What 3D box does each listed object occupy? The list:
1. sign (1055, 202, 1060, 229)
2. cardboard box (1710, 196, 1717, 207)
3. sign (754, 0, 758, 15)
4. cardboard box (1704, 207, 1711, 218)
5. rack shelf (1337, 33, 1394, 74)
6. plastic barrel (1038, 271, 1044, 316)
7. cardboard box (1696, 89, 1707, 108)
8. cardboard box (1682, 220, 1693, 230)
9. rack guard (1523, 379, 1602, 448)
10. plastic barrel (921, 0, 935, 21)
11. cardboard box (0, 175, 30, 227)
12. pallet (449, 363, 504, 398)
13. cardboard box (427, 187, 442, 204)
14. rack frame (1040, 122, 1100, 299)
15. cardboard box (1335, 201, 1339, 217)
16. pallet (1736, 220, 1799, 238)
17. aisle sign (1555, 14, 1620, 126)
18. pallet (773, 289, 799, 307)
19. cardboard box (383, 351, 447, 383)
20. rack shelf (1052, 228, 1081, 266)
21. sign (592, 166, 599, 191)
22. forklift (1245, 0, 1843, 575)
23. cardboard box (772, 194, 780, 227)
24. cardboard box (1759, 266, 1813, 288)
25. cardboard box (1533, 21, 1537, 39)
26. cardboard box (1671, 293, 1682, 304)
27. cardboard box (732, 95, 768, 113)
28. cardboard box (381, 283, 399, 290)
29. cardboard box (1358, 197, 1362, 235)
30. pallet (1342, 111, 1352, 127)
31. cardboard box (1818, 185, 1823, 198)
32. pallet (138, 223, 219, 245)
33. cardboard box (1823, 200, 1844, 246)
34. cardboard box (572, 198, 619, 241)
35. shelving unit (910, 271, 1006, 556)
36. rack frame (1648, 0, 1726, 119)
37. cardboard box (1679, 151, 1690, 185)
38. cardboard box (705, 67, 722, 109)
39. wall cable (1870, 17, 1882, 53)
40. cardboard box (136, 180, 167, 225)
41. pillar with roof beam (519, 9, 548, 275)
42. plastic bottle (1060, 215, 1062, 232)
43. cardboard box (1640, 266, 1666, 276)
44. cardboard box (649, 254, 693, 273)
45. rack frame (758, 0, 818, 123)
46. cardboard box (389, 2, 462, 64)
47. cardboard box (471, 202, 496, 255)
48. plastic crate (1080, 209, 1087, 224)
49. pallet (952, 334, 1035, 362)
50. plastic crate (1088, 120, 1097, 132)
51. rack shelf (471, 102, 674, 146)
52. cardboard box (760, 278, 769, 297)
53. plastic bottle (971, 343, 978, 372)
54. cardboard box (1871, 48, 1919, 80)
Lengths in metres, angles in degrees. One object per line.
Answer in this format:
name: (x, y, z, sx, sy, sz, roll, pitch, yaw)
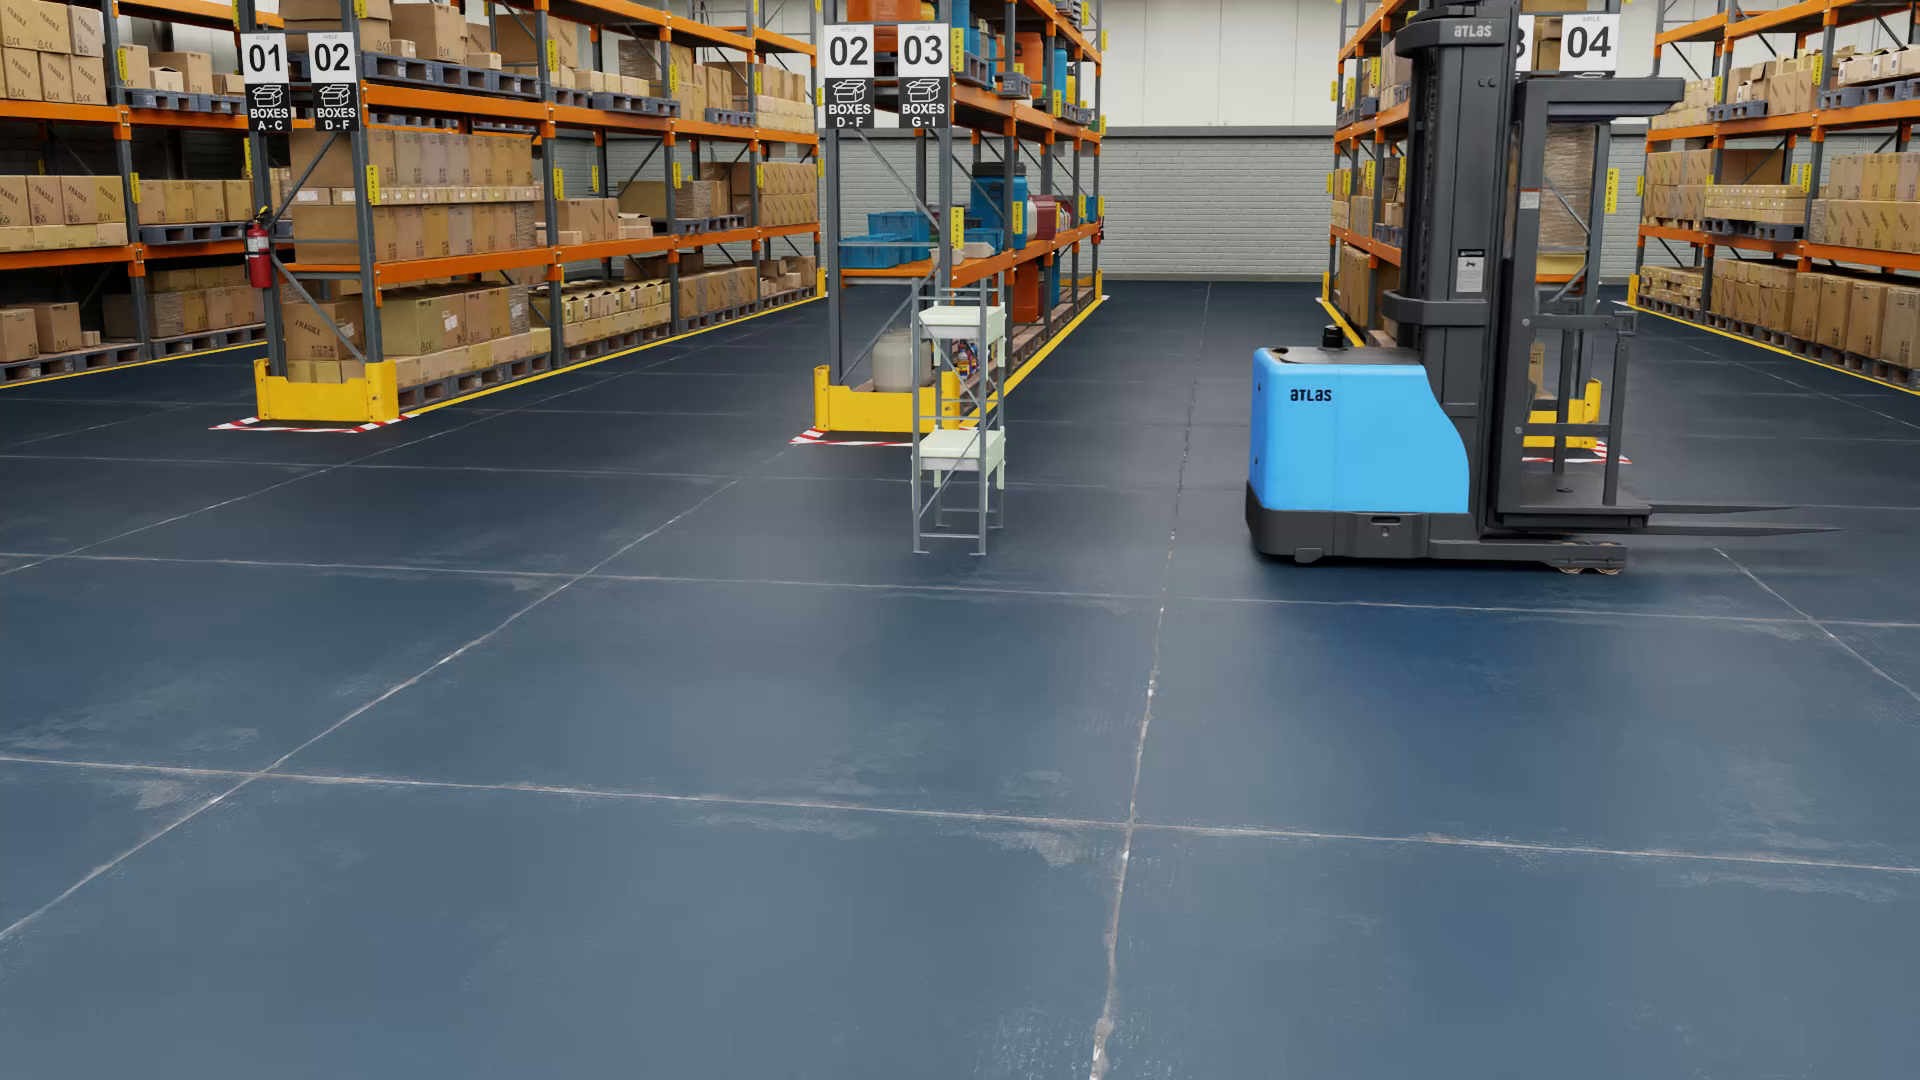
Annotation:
sign: (1.210, -4.096, 20.993, 0.100, 0.325, 0.005, 2, 12, 9)
cardboard box: (10.507, -4.630, 22.751, 0.380, 0.149, 0.250, 2, 12, 8)
sign: (-3.534, -9.305, 28.905, 0.100, 0.325, 0.005, 2, 12, 9)
cardboard box: (10.545, -4.539, 23.033, 0.380, 0.149, 0.250, 1, 12, 6)
rack shelf: (6.482, -7.507, 25.623, 1.077, 0.370, 4.000, 2, 12, 9)
plastic barrel: (0.897, -3.397, 22.862, 0.600, 0.588, 0.708, 2, 12, 9)
cardboard box: (10.971, -6.373, 23.994, 0.500, 0.250, 0.500, 1, 12, 6)
cardboard box: (10.981, -4.689, 24.726, 0.380, 0.149, 0.250, 1, 12, 6)
rack guard: (4.341, -1.001, 12.951, 1.175, 0.500, 0.348, 2, 12, 9)
plastic barrel: (-0.515, -4.373, 14.099, 0.600, 0.588, 0.600, 0, 12, 0)
cardboard box: (-9.745, -3.399, 16.673, 0.500, 0.500, 0.500, 2, 12, 10)
pallet: (-5.193, -1.579, 16.321, 1.003, 0.211, 1.213, 2, 12, 9)
cardboard box: (-5.029, -3.184, 15.372, 0.380, 0.149, 0.250, 1, 12, 7)
rack frame: (1.896, -5.698, 28.814, 1.000, 3.000, 0.127, 2, 12, 9)
cardboard box: (6.295, -5.306, 26.642, 0.500, 0.250, 0.500, 1, 12, 7)
pallet: (10.709, -4.010, 21.437, 1.003, 0.211, 1.213, 2, 12, 9)
aisle sign: (4.616, -3.455, 12.235, 0.394, 0.787, 0.004, 2, 12, 9)
pallet: (-3.321, -4.061, 27.837, 1.003, 0.211, 1.213, 2, 12, 9)
cardboard box: (-5.083, -1.599, 15.321, 0.500, 0.250, 0.500, 2, 12, 9)
rack shelf: (0.973, -4.097, 23.094, 1.077, 0.370, 4.000, 2, 12, 9)
sign: (-4.766, -4.737, 21.793, 0.100, 0.325, 0.005, 2, 12, 9)
forklift: (3.141, -1.369, 8.887, 3.031, 2.935, 1.130, 1, 12, 5)
cardboard box: (-3.190, -5.280, 26.634, 0.500, 0.500, 0.500, 2, 12, 10)
cardboard box: (10.358, -3.297, 20.828, 0.500, 0.250, 0.500, 2, 12, 9)
cardboard box: (4.219, -3.913, 12.821, 0.380, 0.149, 0.250, 1, 12, 7)
cardboard box: (10.943, -3.643, 25.048, 0.380, 0.149, 0.250, 2, 12, 9)
cardboard box: (-3.293, -6.757, 25.778, 0.500, 0.250, 0.500, 2, 12, 9)
cardboard box: (-8.740, -3.839, 24.294, 0.750, 0.750, 0.750, 2, 12, 8)
cardboard box: (5.629, -4.350, 22.319, 0.500, 0.500, 0.500, 2, 12, 10)
pallet: (6.501, -6.551, 25.862, 1.003, 0.211, 1.213, 2, 12, 9)
cardboard box: (10.829, -4.316, 20.587, 0.380, 0.149, 0.250, 1, 12, 6)
pallet: (-9.478, -3.582, 19.449, 1.003, 0.211, 1.213, 2, 12, 9)
cardboard box: (10.034, -3.549, 18.603, 0.500, 0.500, 0.500, 2, 12, 8)
cardboard box: (-4.470, -3.893, 20.201, 0.500, 0.500, 0.500, 1, 12, 6)
shelving unit: (-0.001, -0.732, 9.329, 0.431, 1.500, 0.755, 2, 12, 9)
rack frame: (11.675, -8.289, 26.594, 1.000, 3.000, 0.127, 2, 12, 9)
cardboard box: (11.032, -5.527, 24.702, 0.500, 0.500, 0.500, 2, 12, 10)
cardboard box: (-3.844, -6.554, 24.192, 0.600, 0.600, 0.600, 2, 12, 8)
wall cable: (17.178, -9.342, 31.484, 0.463, 3.000, 0.029, 2, 12, 9)
cardboard box: (-9.627, -3.890, 19.142, 0.700, 0.500, 0.500, 2, 12, 9)
pillar with roof beam: (-4.079, -9.402, 31.762, 9.100, 9.000, 0.400, 2, 12, 9)
plastic bottle: (1.349, -4.455, 23.340, 0.152, 0.276, 0.135, 2, 12, 9)
cardboard box: (11.259, -4.360, 26.964, 0.380, 0.149, 0.250, 1, 12, 6)
cardboard box: (-4.159, -3.981, 23.955, 0.500, 0.250, 0.500, 2, 12, 8)
rack frame: (-2.998, -8.792, 28.930, 1.000, 3.000, 0.127, 2, 12, 9)
cardboard box: (-4.933, -4.655, 15.285, 0.500, 0.500, 0.500, 2, 12, 9)
cardboard box: (-5.061, -3.103, 16.536, 0.700, 0.500, 0.500, 2, 12, 9)
plastic crate: (1.833, -5.210, 26.803, 0.416, 0.233, 0.300, 2, 12, 9)
pallet: (0.318, -2.256, 19.463, 1.003, 0.211, 1.213, 2, 12, 9)
plastic crate: (2.026, -6.846, 27.524, 0.450, 0.188, 0.336, 2, 12, 9)
rack shelf: (-4.536, -4.892, 19.662, 1.077, 0.370, 4.000, 2, 12, 9)
cardboard box: (-3.335, -4.008, 26.308, 0.500, 0.311, 0.500, 2, 12, 9)
plastic bottle: (0.121, -1.750, 15.928, 0.097, 0.271, 0.097, 0, 12, 0)
cardboard box: (9.960, -5.013, 17.491, 0.500, 0.311, 0.500, 2, 12, 8)
